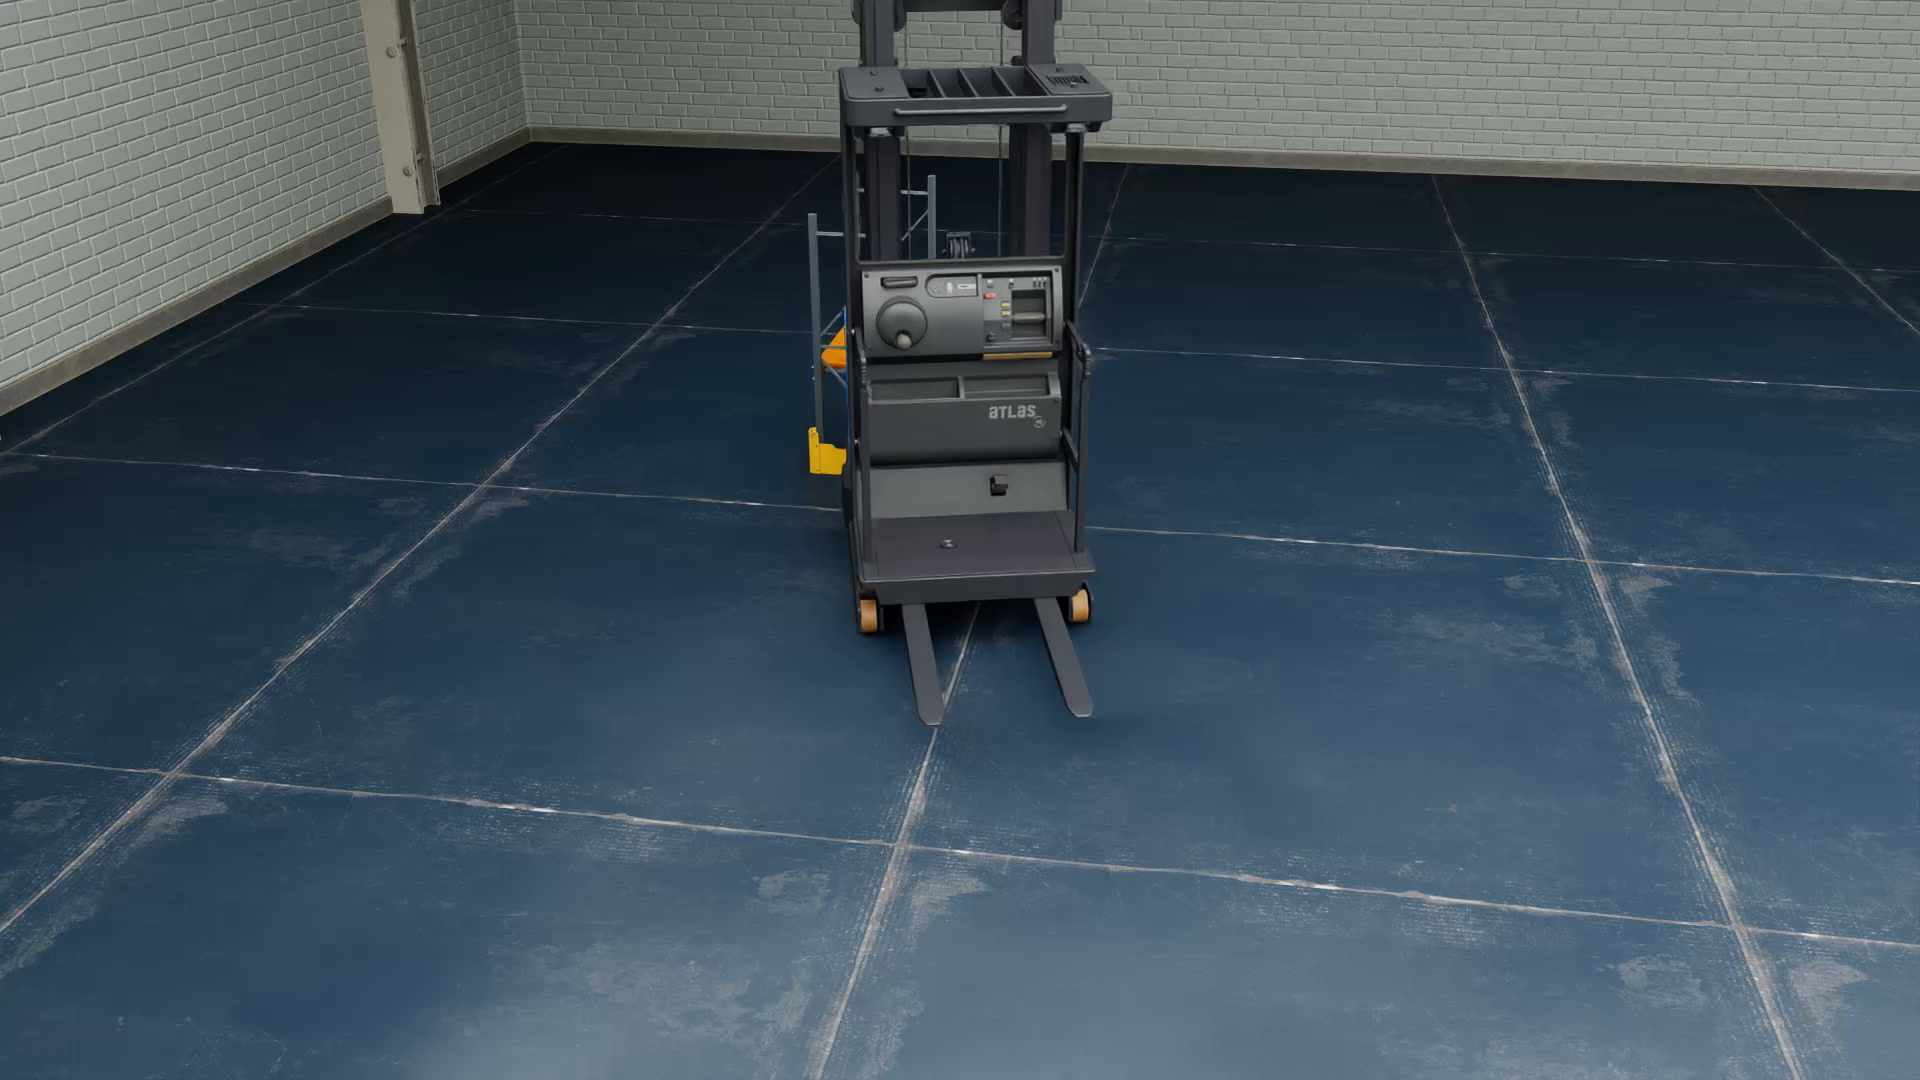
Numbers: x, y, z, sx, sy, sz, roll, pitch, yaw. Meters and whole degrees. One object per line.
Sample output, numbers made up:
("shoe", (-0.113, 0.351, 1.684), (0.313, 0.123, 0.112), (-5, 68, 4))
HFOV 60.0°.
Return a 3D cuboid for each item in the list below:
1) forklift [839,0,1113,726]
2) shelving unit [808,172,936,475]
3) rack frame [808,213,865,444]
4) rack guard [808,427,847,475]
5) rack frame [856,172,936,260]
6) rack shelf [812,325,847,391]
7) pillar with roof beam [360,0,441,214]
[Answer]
("forklift", (0.038, -1.039, 7.513), (1.130, 2.935, 3.031), (-3, 25, -5))
("shelving unit", (-0.484, -1.269, 9.693), (0.587, 1.500, 1.083), (4, 25, 9))
("rack frame", (-0.572, -1.061, 9.248), (0.500, 1.500, 0.032), (4, 25, 9))
("rack guard", (-0.572, -0.496, 9.514), (0.587, 0.250, 0.087), (4, 25, 9))
("rack frame", (-0.393, -1.485, 10.154), (0.500, 1.500, 0.032), (4, 25, 9))
("rack shelf", (-0.482, -1.110, 9.777), (0.538, 0.185, 1.000), (4, 25, 9))
("pillar with roof beam", (-0.748, -6.825, 12.715), (9.100, 9.000, 0.400), (4, 25, 9))
